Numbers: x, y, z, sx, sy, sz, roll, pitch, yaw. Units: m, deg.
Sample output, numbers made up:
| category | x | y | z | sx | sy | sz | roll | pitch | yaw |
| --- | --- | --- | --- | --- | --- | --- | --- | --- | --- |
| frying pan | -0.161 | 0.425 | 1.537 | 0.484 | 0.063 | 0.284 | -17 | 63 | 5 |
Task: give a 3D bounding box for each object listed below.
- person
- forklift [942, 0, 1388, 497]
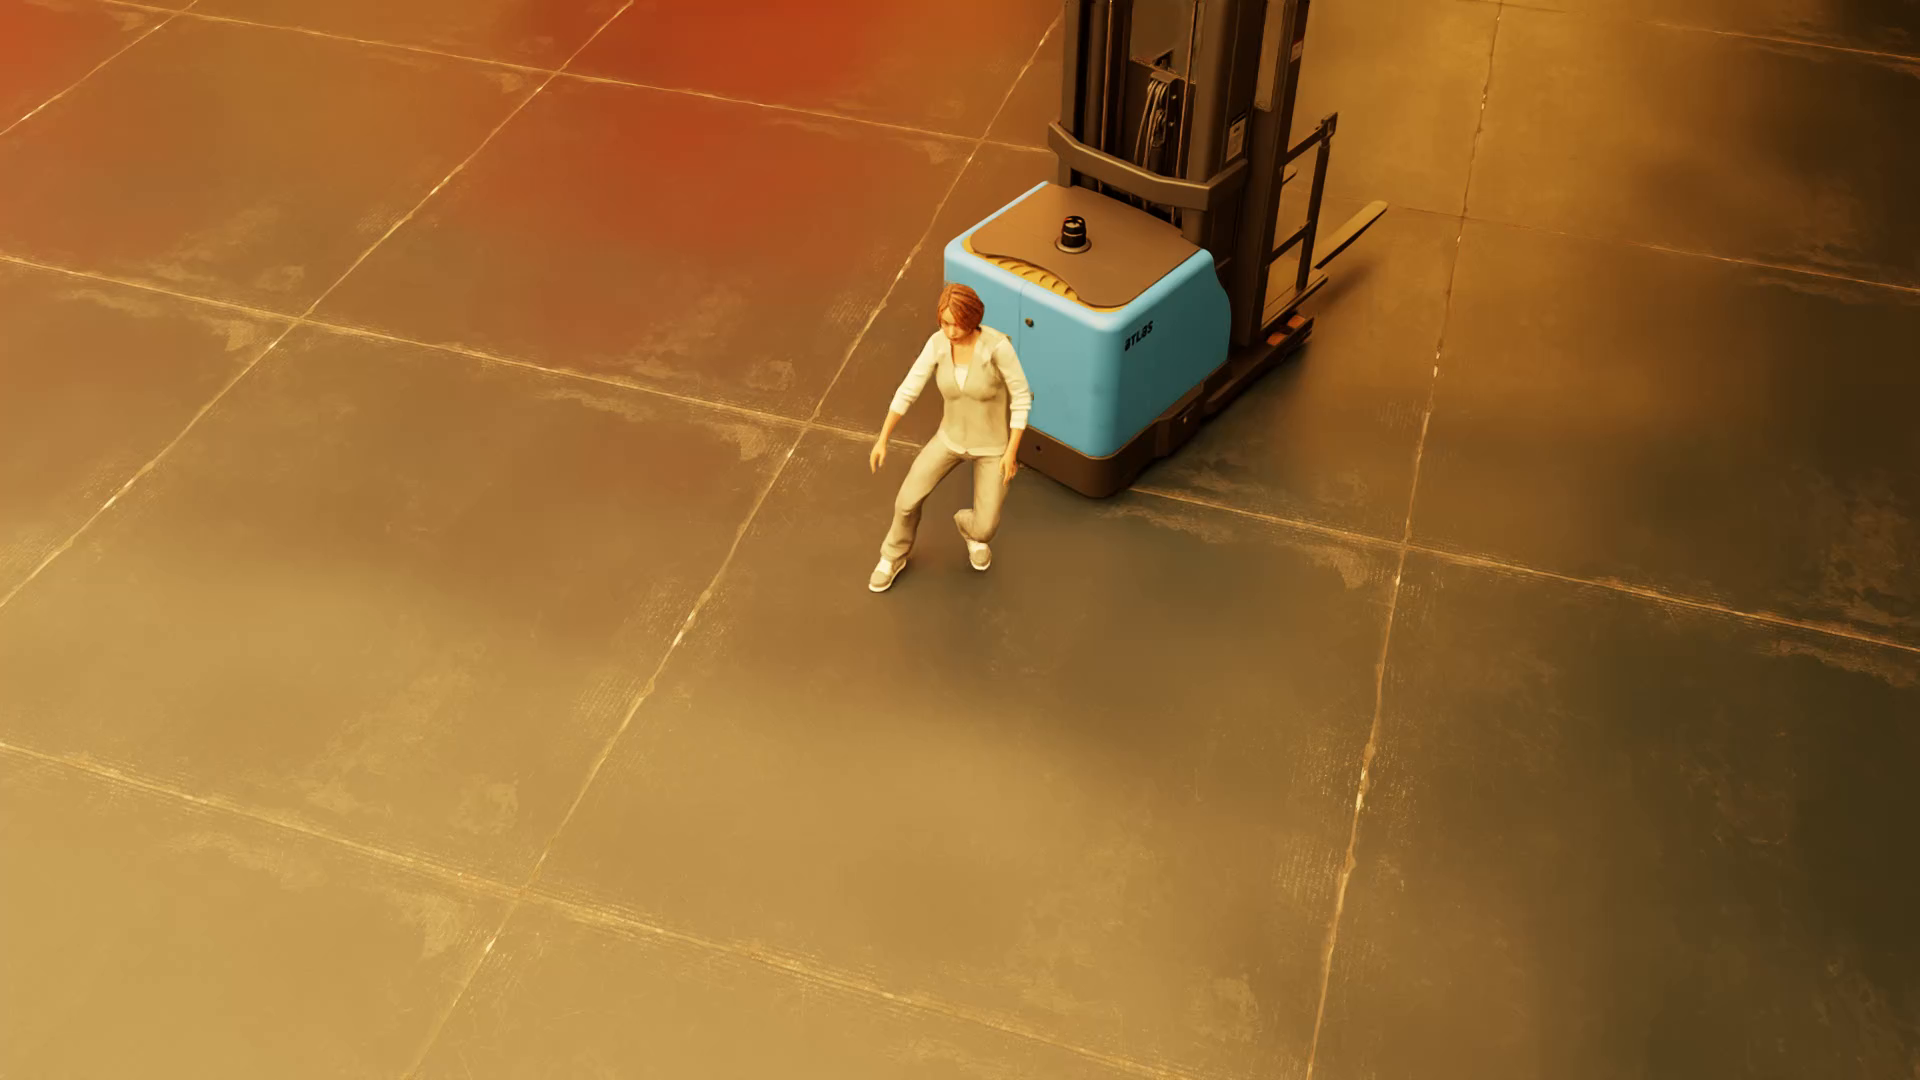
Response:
| category | x | y | z | sx | sy | sz | roll | pitch | yaw |
| --- | --- | --- | --- | --- | --- | --- | --- | --- | --- |
| person | -0.041 | -0.396 | 7.162 | 0.646 | 1.494 | 0.527 | 15 | 45 | 16 |
| forklift | 1.244 | -2.213 | 8.067 | 1.130 | 2.935 | 3.031 | 30 | 51 | 28 |
